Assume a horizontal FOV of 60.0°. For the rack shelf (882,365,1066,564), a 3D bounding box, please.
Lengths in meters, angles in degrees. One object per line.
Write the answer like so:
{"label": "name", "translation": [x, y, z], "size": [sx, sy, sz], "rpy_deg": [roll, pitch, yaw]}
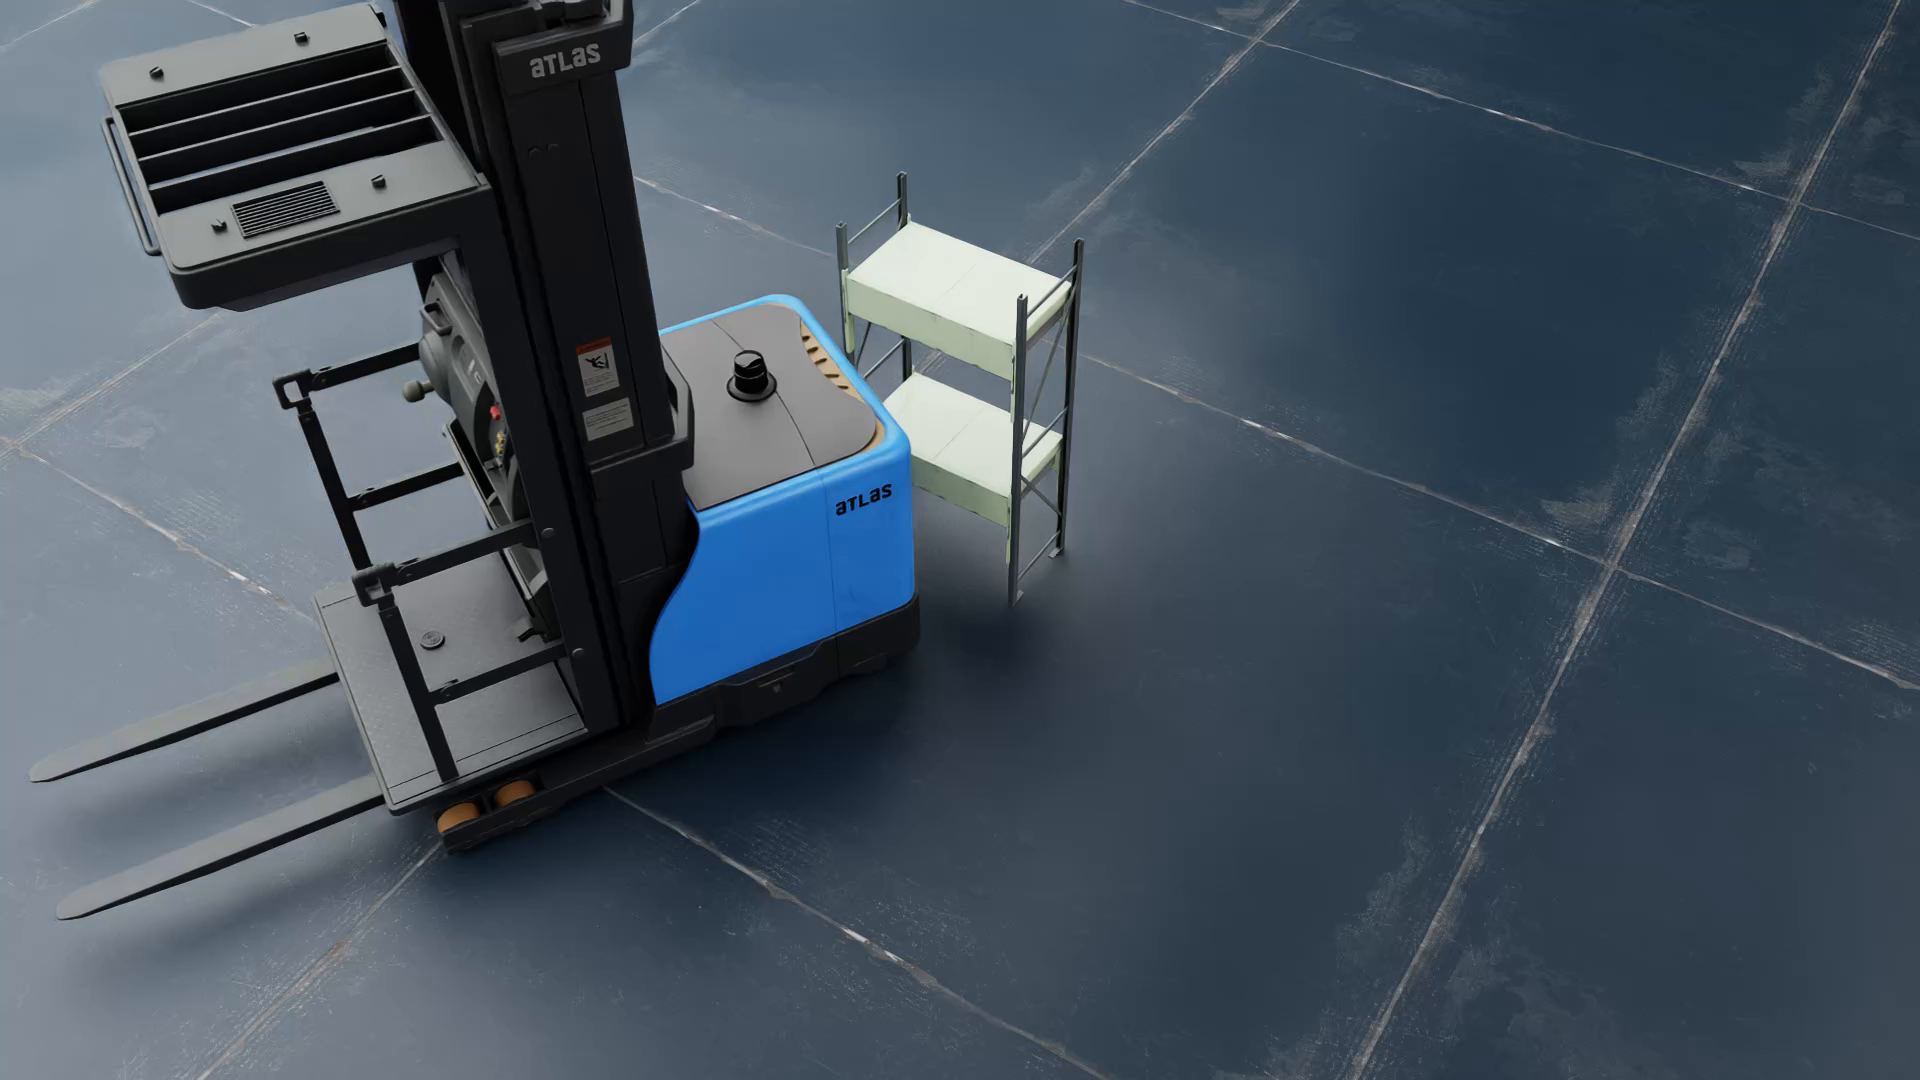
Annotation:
{"label": "rack shelf", "translation": [-0.002, -0.299, 6.450], "size": [0.720, 0.370, 0.431], "rpy_deg": [25, 51, 22]}

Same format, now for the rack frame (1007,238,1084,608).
{"label": "rack frame", "translation": [0.304, -0.383, 6.076], "size": [0.023, 1.500, 0.400], "rpy_deg": [25, 51, 22]}

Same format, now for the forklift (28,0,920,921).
{"label": "forklift", "translation": [-1.693, -0.394, 5.090], "size": [3.031, 2.935, 1.130], "rpy_deg": [-22, 50, -20]}

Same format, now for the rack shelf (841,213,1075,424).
{"label": "rack shelf", "translation": [-0.002, -0.798, 5.936], "size": [0.720, 0.370, 0.431], "rpy_deg": [25, 51, 22]}

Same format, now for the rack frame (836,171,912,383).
{"label": "rack frame", "translation": [-0.308, -0.670, 6.355], "size": [0.023, 1.500, 0.400], "rpy_deg": [25, 51, 22]}

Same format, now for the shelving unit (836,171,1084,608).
{"label": "shelving unit", "translation": [-0.002, -0.527, 6.216], "size": [0.755, 1.500, 0.431], "rpy_deg": [25, 51, 22]}
